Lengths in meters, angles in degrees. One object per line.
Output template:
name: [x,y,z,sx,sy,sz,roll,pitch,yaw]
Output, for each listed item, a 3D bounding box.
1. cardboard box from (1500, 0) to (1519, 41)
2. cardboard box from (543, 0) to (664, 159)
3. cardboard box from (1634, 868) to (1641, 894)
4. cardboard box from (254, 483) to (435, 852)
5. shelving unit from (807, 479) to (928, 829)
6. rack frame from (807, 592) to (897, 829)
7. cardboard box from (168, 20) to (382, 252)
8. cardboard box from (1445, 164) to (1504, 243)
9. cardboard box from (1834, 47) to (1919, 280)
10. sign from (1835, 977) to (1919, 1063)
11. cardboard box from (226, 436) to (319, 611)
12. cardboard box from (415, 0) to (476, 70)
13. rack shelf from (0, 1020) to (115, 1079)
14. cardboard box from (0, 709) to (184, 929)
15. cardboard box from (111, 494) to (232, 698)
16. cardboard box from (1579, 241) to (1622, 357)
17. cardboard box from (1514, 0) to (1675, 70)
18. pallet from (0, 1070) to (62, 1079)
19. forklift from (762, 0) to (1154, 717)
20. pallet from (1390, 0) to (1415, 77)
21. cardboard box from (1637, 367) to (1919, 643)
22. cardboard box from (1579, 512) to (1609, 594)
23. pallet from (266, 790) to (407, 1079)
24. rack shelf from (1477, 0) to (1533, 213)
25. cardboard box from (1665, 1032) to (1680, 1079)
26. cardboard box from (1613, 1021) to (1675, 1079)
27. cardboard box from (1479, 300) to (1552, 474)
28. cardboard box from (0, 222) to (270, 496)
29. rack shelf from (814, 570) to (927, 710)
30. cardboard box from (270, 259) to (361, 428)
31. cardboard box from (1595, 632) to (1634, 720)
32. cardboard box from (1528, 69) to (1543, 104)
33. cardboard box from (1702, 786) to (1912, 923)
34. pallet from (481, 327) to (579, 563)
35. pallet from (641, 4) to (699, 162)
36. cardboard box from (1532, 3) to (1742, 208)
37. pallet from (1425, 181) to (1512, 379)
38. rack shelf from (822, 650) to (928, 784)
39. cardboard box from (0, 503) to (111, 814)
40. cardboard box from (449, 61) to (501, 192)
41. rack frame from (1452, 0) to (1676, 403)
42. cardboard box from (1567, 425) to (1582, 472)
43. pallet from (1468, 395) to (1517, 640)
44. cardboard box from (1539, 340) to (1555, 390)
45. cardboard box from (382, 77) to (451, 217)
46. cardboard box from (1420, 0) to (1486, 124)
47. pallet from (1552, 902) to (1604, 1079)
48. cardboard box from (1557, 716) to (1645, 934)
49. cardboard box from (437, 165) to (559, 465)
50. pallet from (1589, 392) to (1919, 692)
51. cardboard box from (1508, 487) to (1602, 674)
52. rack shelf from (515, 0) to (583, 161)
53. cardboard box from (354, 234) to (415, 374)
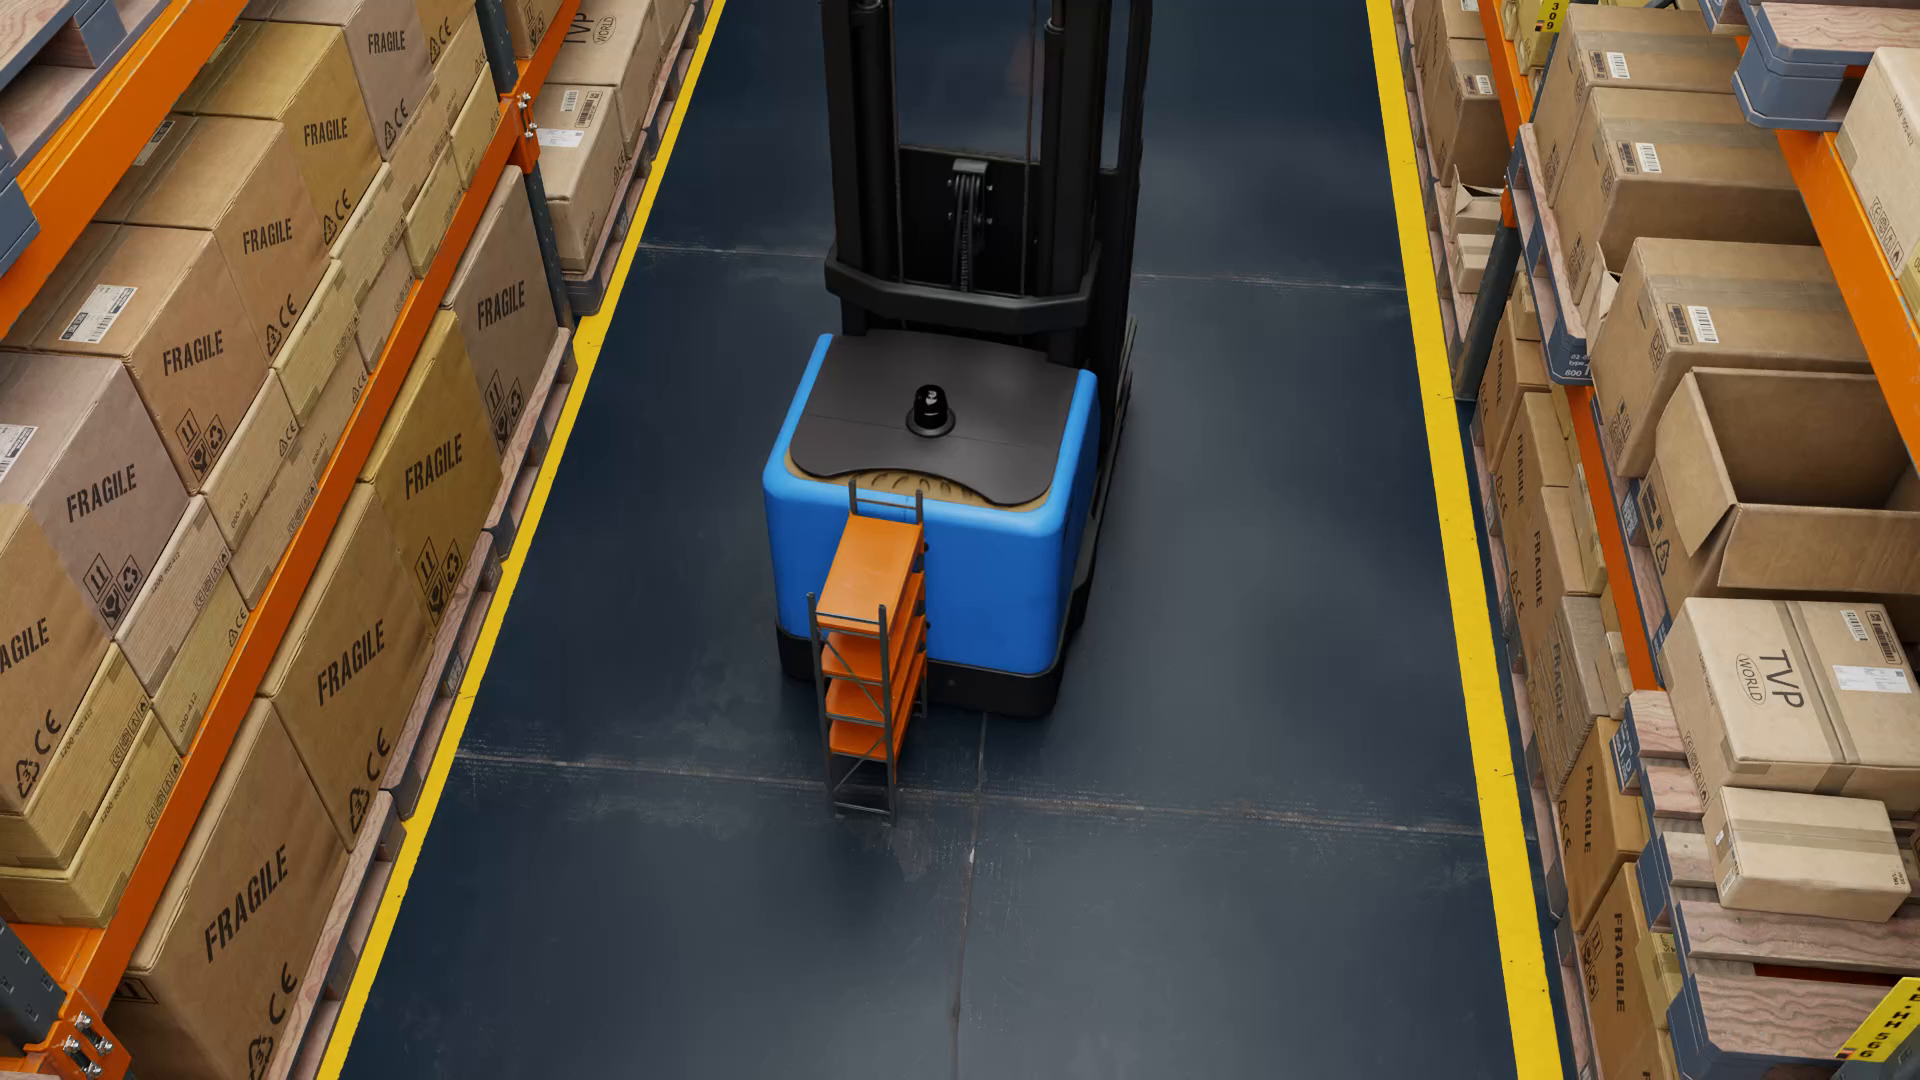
cardboard box: [2.457,-2.185,6.886,0.380,0.149,0.250,5,48,5]
cardboard box: [-2.021,-2.353,8.321,0.875,0.438,0.875,3,48,2]
cardboard box: [2.167,1.016,4.758,0.380,0.149,0.250,2,48,2]
cardboard box: [-2.399,0.393,5.513,0.875,0.875,0.875,4,48,4]
shelving unit: [-0.288,0.409,5.563,0.258,1.200,0.503,9,48,8]
rack frame: [-0.339,0.585,5.402,0.240,1.200,0.015,9,48,8]
cardboard box: [-2.162,-1.238,5.105,0.500,0.500,0.500,5,48,5]
cardboard box: [2.468,-1.544,7.697,0.396,0.266,0.258,5,48,5]
cardboard box: [2.208,-0.786,3.505,0.500,0.250,0.500,4,48,4]
sign: [1.771,0.912,3.152,0.100,0.325,0.005,4,48,4]
cardboard box: [-2.253,-0.081,4.893,0.500,0.250,0.500,5,48,5]
cardboard box: [-2.057,-1.990,5.792,0.500,0.500,0.500,5,48,5]
rack shelf: [-2.813,2.687,2.747,1.077,0.370,4.000,4,48,4]
cardboard box: [-2.335,0.683,4.194,0.500,0.250,0.500,3,48,3]
cardboard box: [-2.290,0.121,4.369,0.500,0.250,0.500,5,48,4]
cardboard box: [2.169,-0.735,5.196,0.396,0.266,0.258,6,48,5]
cardboard box: [2.481,-2.074,6.514,0.500,0.250,0.500,5,48,5]
pallet: [-2.589,1.571,3.411,1.213,0.211,1.003,4,48,4]
forklift: [0.134,-1.452,6.092,1.130,2.935,3.031,9,48,8]
pallet: [2.963,-2.990,9.342,1.003,0.211,1.213,4,48,4]
cardboard box: [2.277,-0.082,4.438,0.797,0.503,0.637,3,48,3]
cardboard box: [2.323,0.059,5.633,0.380,0.149,0.250,5,48,5]
pallet: [-2.484,1.342,5.380,1.003,0.211,1.213,4,48,4]
rack shelf: [2.860,-2.860,7.821,1.077,0.370,4.000,4,48,4]
cardboard box: [2.106,1.409,4.398,0.380,0.149,0.250,2,48,2]
cardboard box: [2.137,1.683,4.588,0.500,0.500,0.500,5,48,5]
cardboard box: [2.409,-0.591,6.667,0.500,0.500,0.500,6,48,5]
cardboard box: [-2.244,-0.486,4.417,0.500,0.500,0.500,5,48,5]
rack shelf: [-0.288,0.303,5.448,0.258,0.148,0.480,9,48,8]
cardboard box: [-2.173,-0.616,5.043,0.500,0.250,0.500,5,48,4]
cardboard box: [2.254,0.437,5.288,0.380,0.149,0.250,2,48,2]
cardboard box: [2.455,-1.800,6.534,0.380,0.149,0.250,4,48,4]
cardboard box: [1.991,0.741,3.925,0.380,0.149,0.250,5,48,4]
pallet: [-2.261,-0.451,7.020,1.003,0.211,1.213,4,48,4]
pallet: [-2.010,-2.476,8.871,1.003,0.211,1.213,4,48,4]
cardboard box: [2.410,-1.468,5.708,0.700,0.500,0.500,5,48,5]
pallet: [2.741,-1.197,7.702,1.003,0.211,1.213,4,48,4]
rack shelf: [-0.288,0.588,5.759,0.258,0.148,0.480,9,48,8]
cardboard box: [-2.342,0.258,3.736,0.500,0.500,0.500,2,48,2]
cardboard box: [-2.056,-1.567,6.252,0.500,0.250,0.500,3,48,3]
rack frame: [2.677,-1.633,6.211,1.000,3.000,0.127,4,48,4]
cardboard box: [2.408,-0.304,5.965,0.380,0.149,0.250,3,48,3]
pallet: [2.641,-0.092,6.691,1.003,0.211,1.213,4,48,4]
cardboard box: [2.431,-0.696,6.323,0.380,0.149,0.250,3,48,2]
cardboard box: [-2.102,-1.374,5.737,0.500,0.250,0.500,5,48,4]
cardboard box: [2.627,-2.420,8.340,0.500,0.500,0.500,5,48,4]
pallet: [2.418,1.701,5.051,1.003,0.211,1.213,4,48,4]
cardboard box: [2.238,0.931,5.275,0.500,0.500,0.500,6,48,5]
cardboard box: [-2.243,-0.928,6.721,0.875,0.875,0.875,5,48,5]
pallet: [2.485,-0.059,4.901,1.003,0.211,1.213,4,48,4]
cardboard box: [2.321,0.167,5.974,0.500,0.500,0.500,3,48,2]
rack shelf: [-2.084,-3.191,8.123,1.077,0.370,4.000,4,48,4]
cardboard box: [-2.168,-0.823,5.572,0.500,0.250,0.500,3,48,2]
